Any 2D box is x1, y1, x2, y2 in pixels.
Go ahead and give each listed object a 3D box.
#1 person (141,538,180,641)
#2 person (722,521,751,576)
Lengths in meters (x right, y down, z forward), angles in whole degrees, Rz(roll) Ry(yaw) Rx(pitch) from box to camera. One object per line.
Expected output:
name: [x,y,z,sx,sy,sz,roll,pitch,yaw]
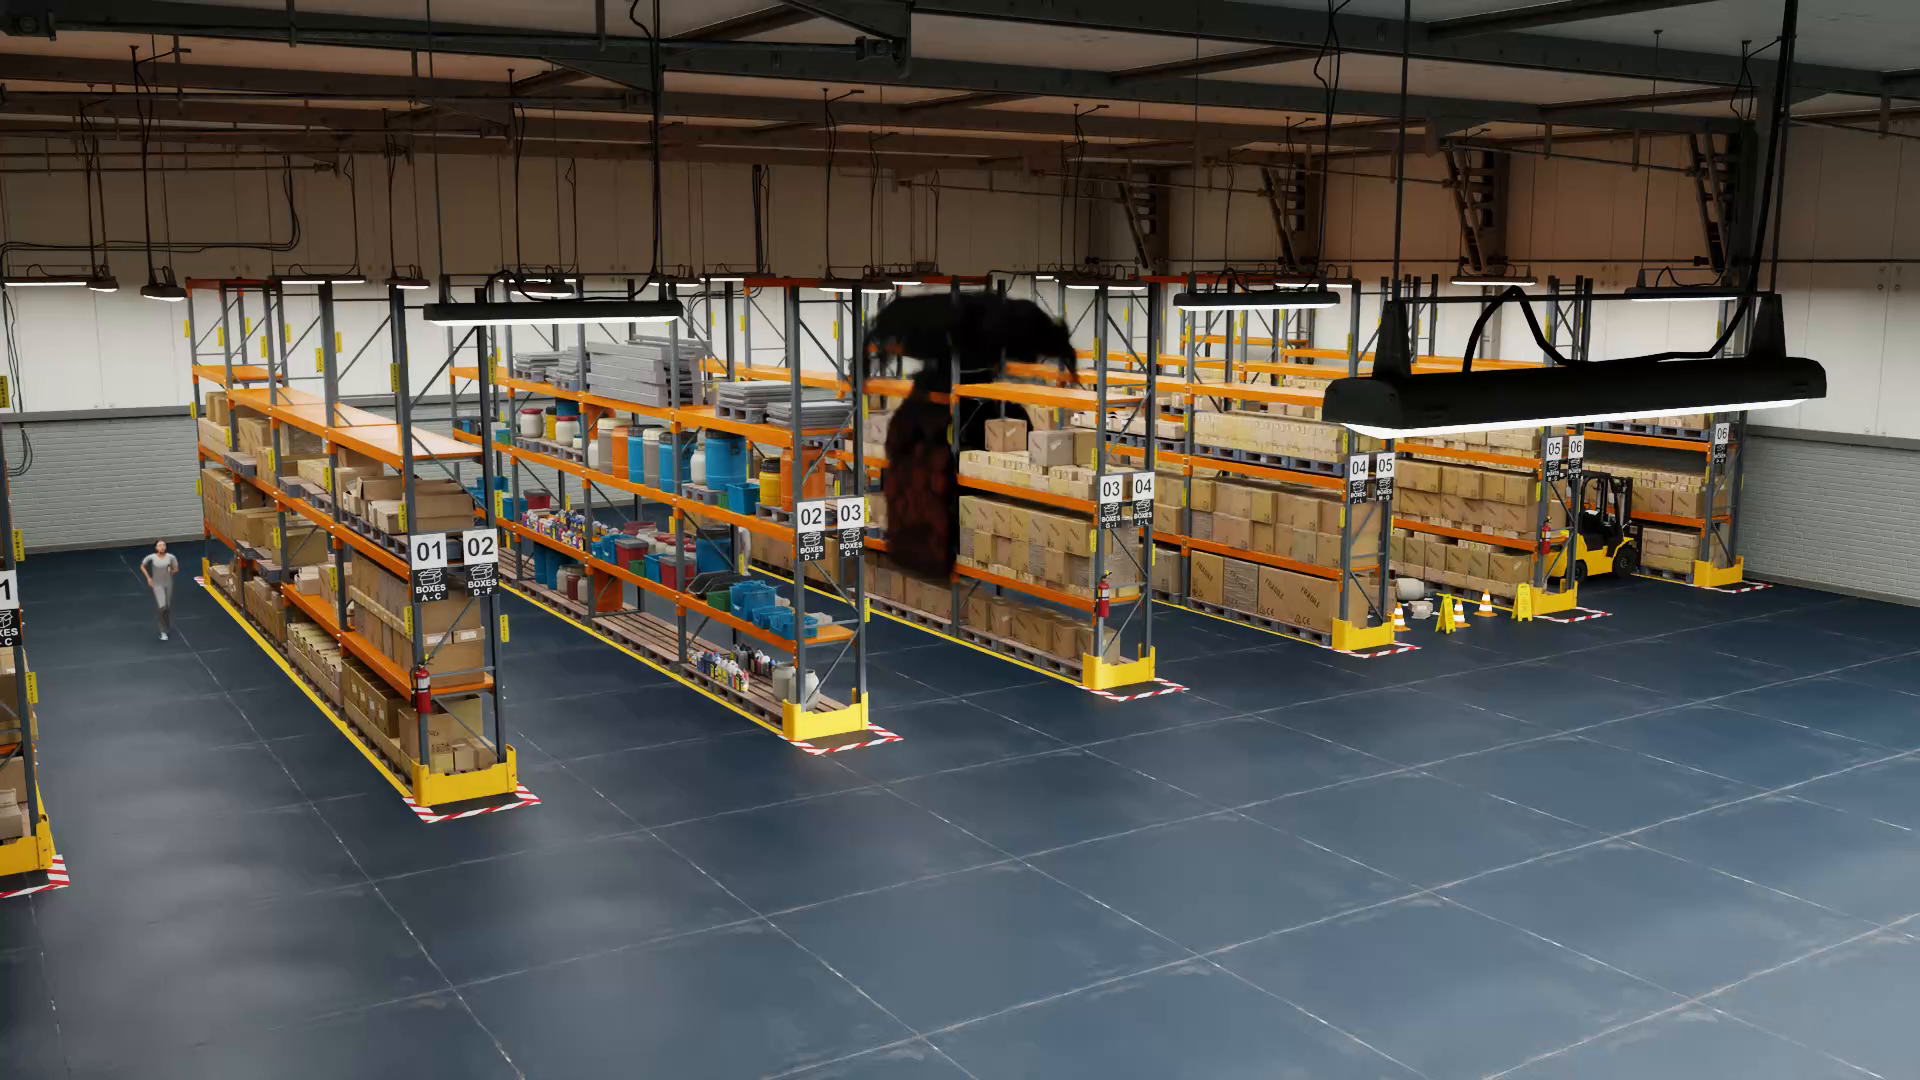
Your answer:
person: [-13.477,0.771,28.113,0.545,1.599,0.736,-9,13,-42]
person: [-4.287,-0.193,32.349,0.712,1.732,0.802,-6,11,-31]
